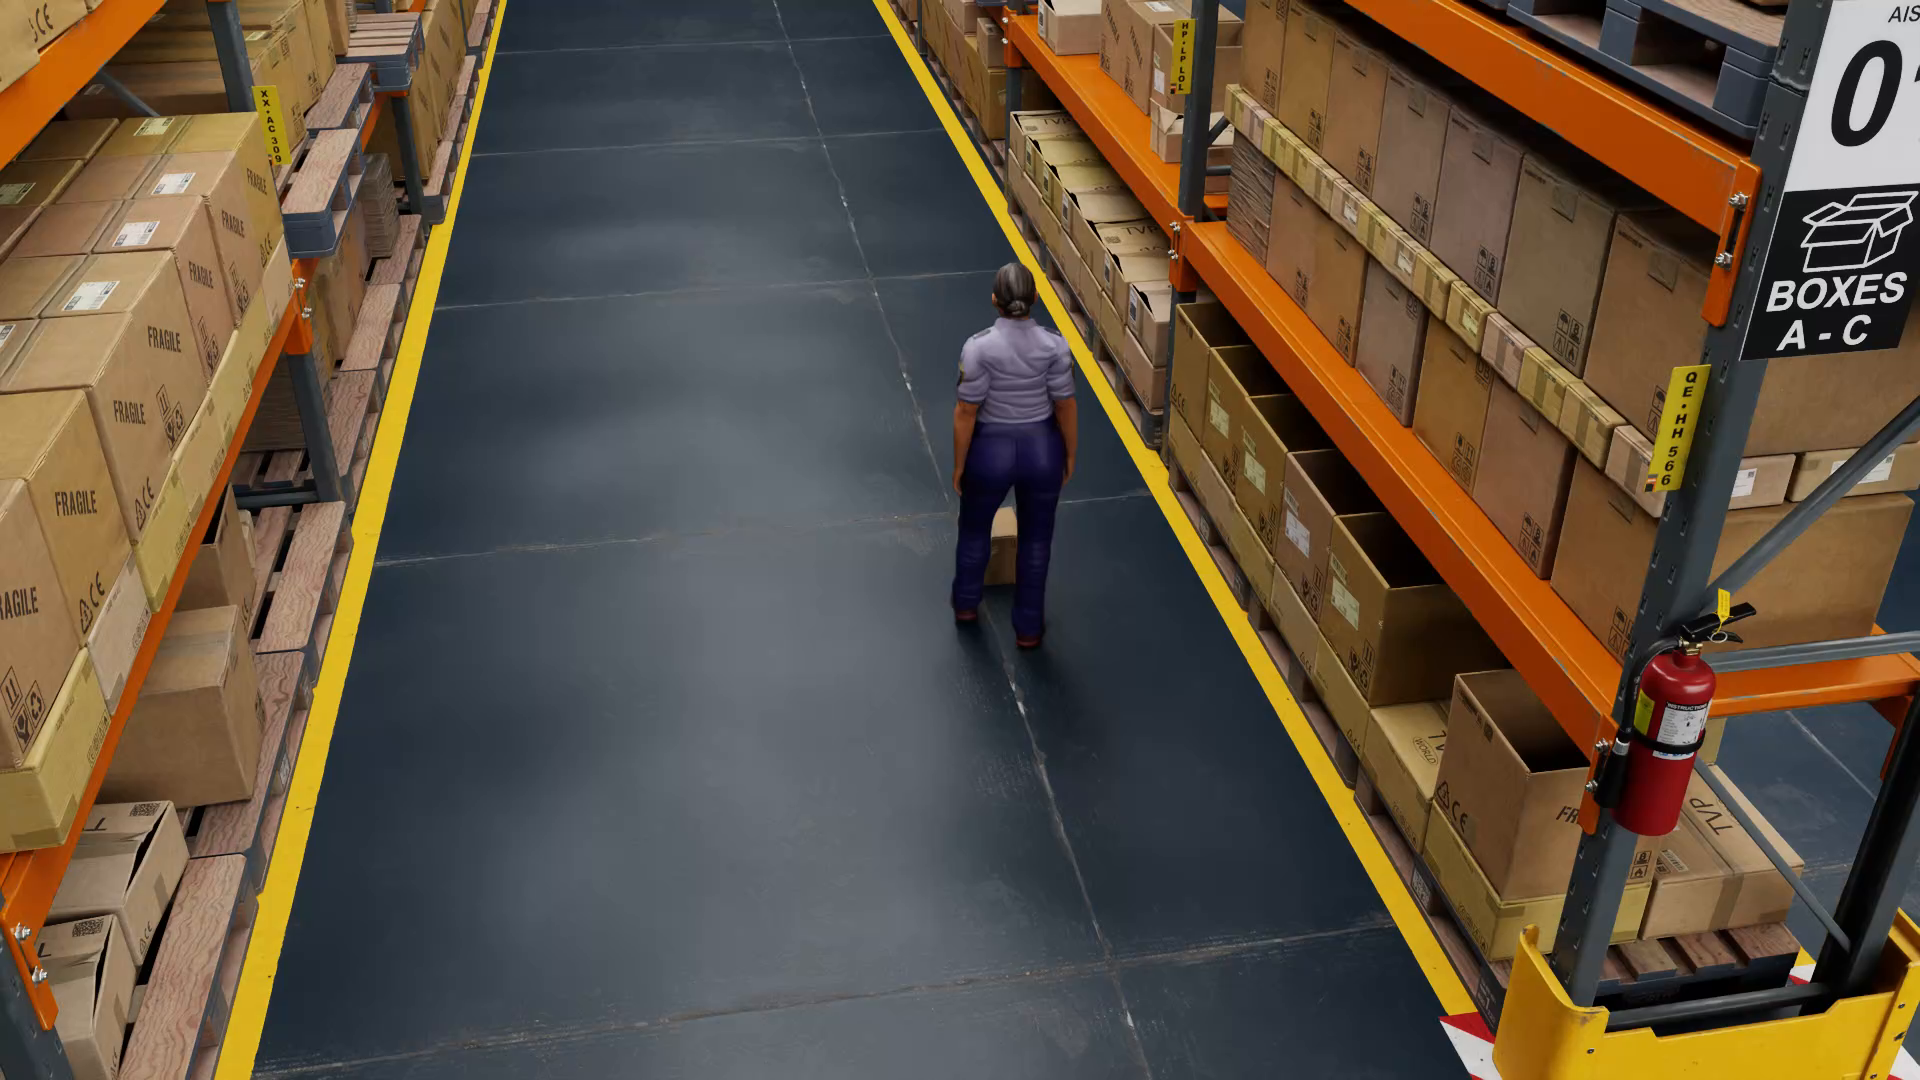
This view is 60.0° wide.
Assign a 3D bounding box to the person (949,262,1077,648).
[{"bbox_3d":[0.209,-0.360,6.755,0.504,1.641,0.526,-2,31,-3],"label":"person"}]
